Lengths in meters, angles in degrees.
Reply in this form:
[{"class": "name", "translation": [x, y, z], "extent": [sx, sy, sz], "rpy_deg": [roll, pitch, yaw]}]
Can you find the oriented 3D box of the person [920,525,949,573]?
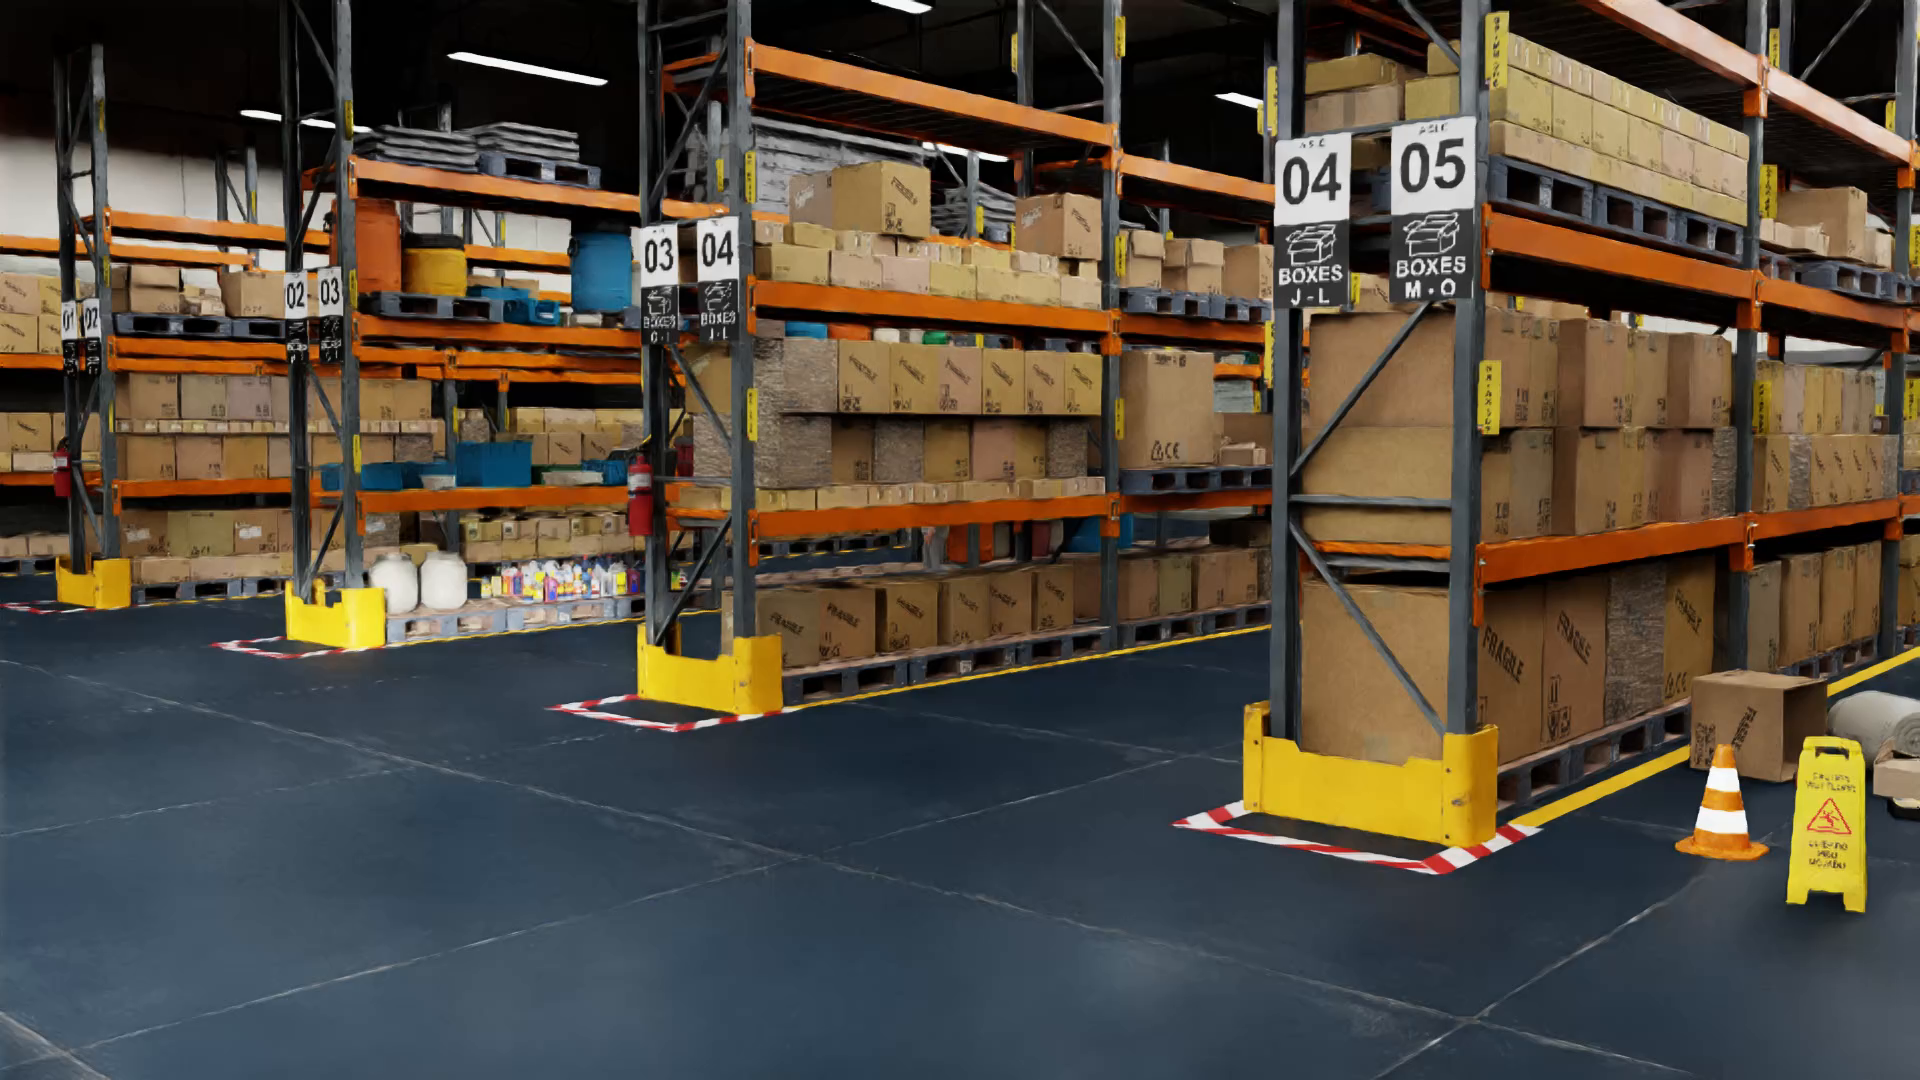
[{"class": "person", "translation": [-0.217, -0.063, 16.654], "extent": [0.576, 1.597, 0.463], "rpy_deg": [0, 4, -7]}]
